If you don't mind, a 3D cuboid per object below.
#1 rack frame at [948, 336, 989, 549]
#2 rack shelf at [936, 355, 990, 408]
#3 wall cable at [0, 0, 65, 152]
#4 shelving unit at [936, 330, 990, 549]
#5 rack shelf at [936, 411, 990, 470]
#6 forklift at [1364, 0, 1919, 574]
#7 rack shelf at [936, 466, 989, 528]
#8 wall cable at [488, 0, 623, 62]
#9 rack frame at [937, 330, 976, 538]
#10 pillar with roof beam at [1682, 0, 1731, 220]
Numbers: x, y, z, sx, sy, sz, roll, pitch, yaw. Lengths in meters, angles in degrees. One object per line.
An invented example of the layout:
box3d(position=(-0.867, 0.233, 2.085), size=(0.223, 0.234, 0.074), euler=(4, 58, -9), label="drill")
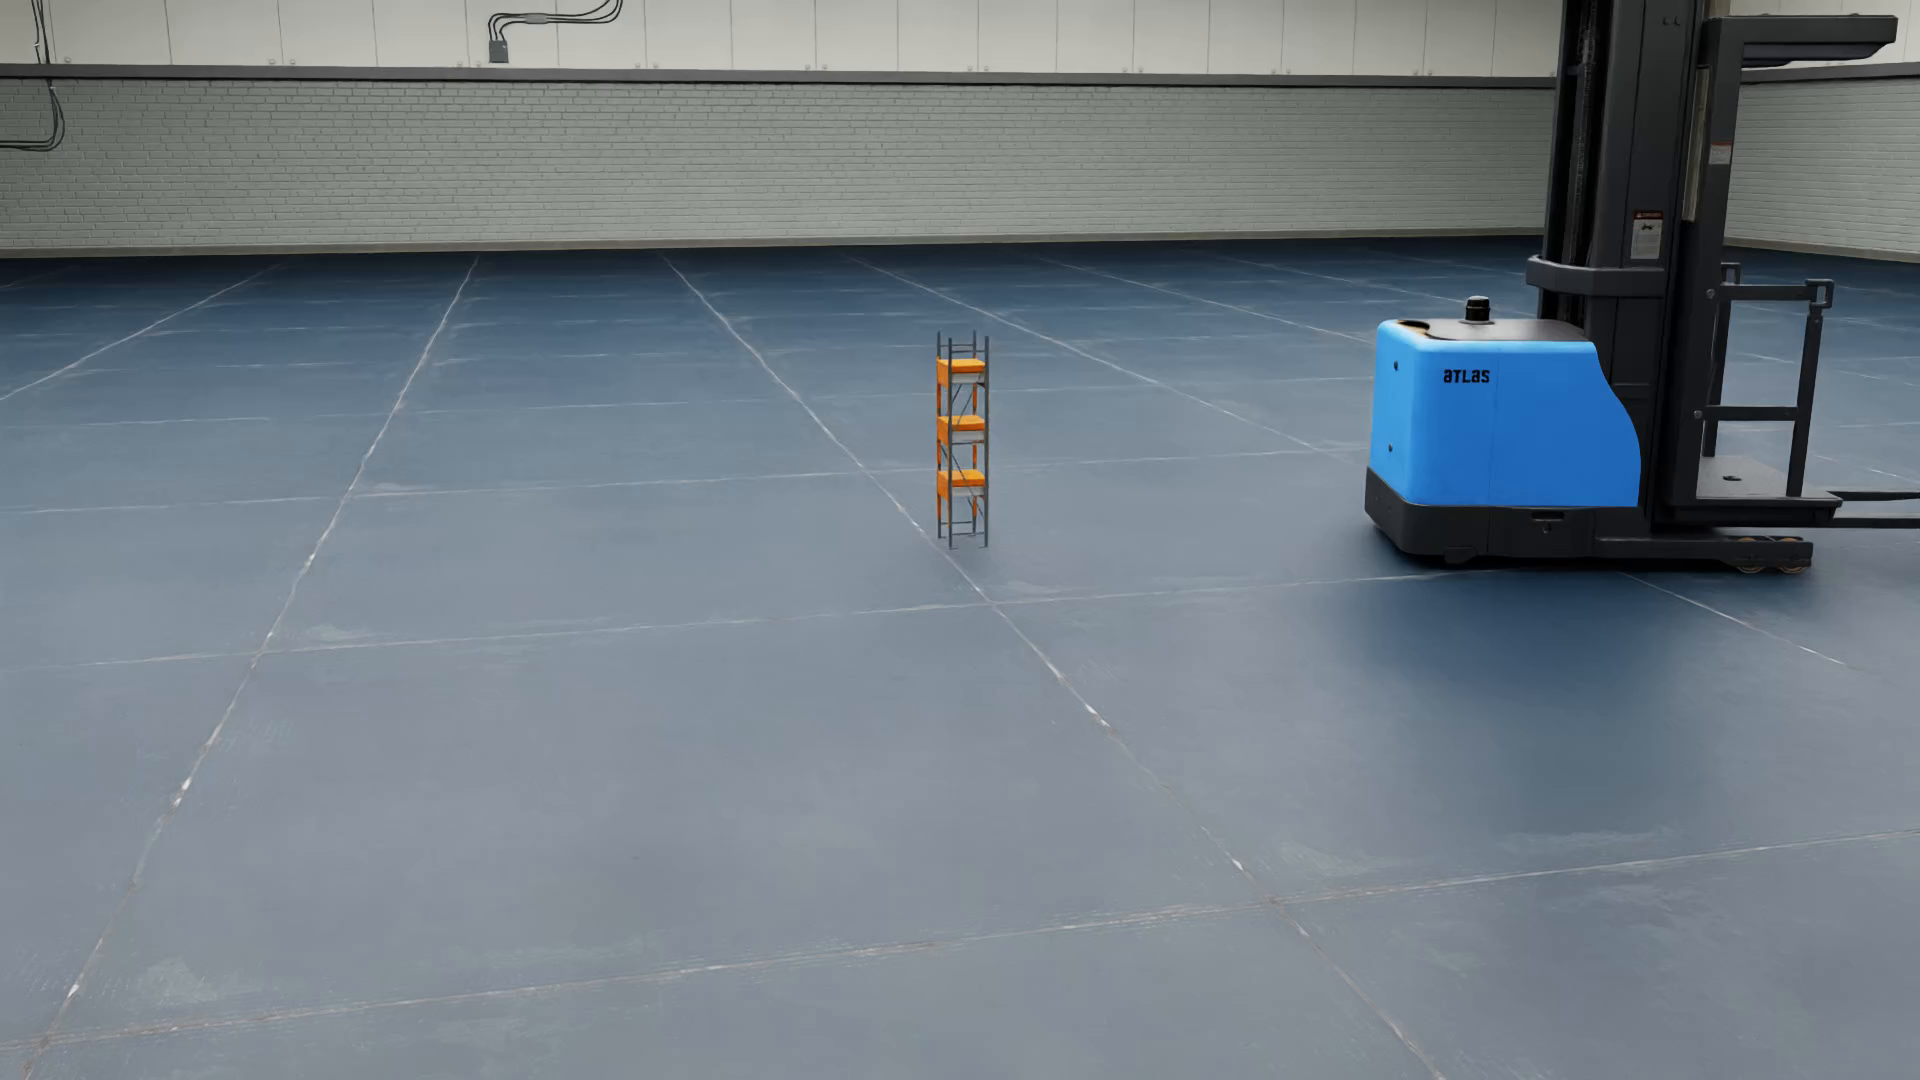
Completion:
box3d(position=(0.041, -0.470, 8.137), size=(0.200, 1.050, 0.008), euler=(-3, 14, -13), label="rack frame")
box3d(position=(0.013, -0.763, 8.187), size=(0.215, 0.259, 0.240), euler=(-3, 14, -13), label="rack shelf")
box3d(position=(-16.170, -7.494, 26.683), size=(3.097, 2.526, 0.112), euler=(-3, 14, -13), label="wall cable")
box3d(position=(0.013, -0.498, 8.252), size=(0.215, 1.050, 0.252), euler=(-3, 14, -13), label="shelving unit")
box3d(position=(0.013, -0.487, 8.254), size=(0.215, 0.259, 0.240), euler=(-3, 14, -13), label="rack shelf")
box3d(position=(3.628, -1.395, 7.960), size=(3.031, 2.935, 1.130), euler=(0, 14, 2), label="forklift")
box3d(position=(0.013, -0.217, 8.320), size=(0.215, 0.259, 0.240), euler=(-3, 14, -13), label="rack shelf")
box3d(position=(-6.939, -11.180, 28.062), size=(2.305, 6.003, 0.169), euler=(-3, 14, -13), label="wall cable")
box3d(position=(-0.016, -0.526, 8.367), size=(0.200, 1.050, 0.008), euler=(-3, 14, -13), label="rack frame")
box3d(position=(9.671, -9.765, 29.436), size=(9.100, 9.000, 0.400), euler=(-3, 14, -13), label="pillar with roof beam")
